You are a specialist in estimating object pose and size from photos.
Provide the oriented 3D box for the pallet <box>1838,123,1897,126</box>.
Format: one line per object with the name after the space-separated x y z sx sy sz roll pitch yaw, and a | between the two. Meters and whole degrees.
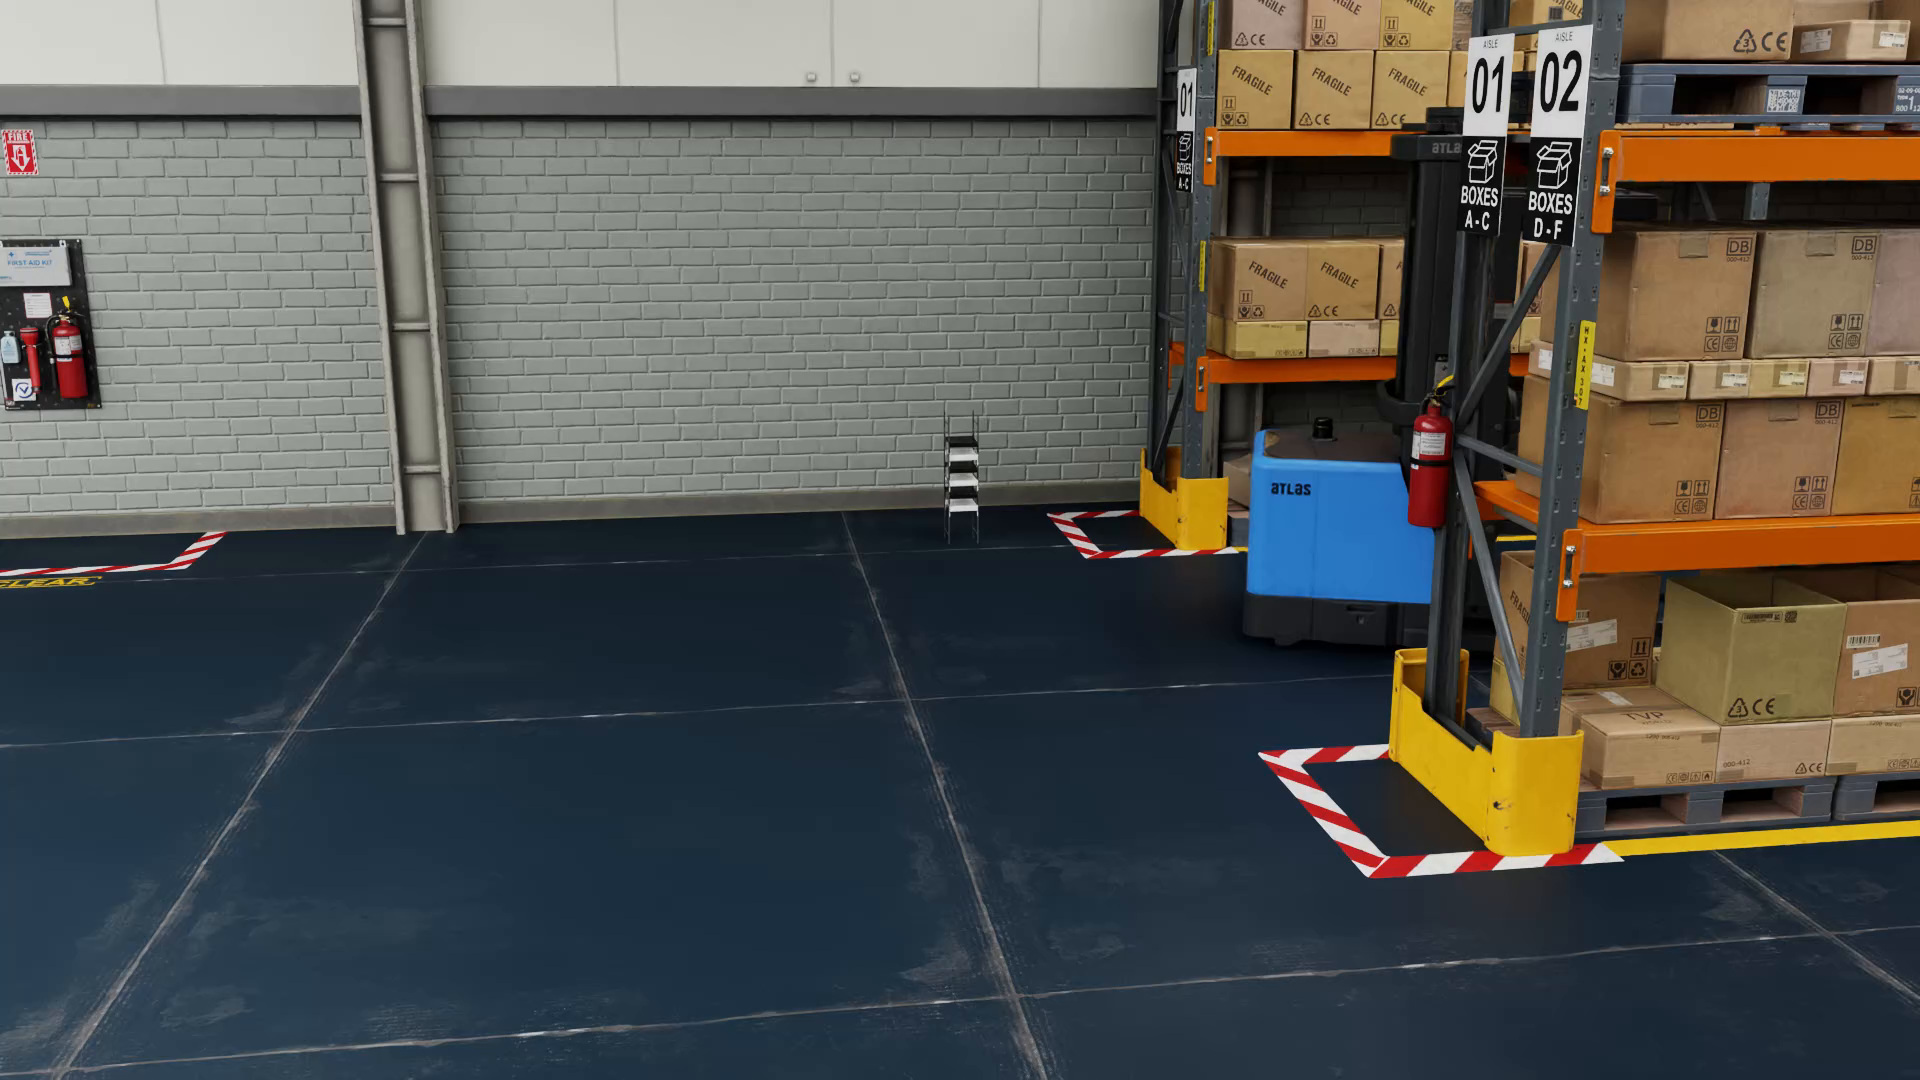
7.127 -3.066 12.002 1.003 0.211 1.213 -2 14 -8 | pallet

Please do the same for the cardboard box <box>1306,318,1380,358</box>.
2.561 -1.423 11.497 0.500 0.250 0.500 -3 14 -10 | cardboard box

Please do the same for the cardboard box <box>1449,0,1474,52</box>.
3.435 -3.650 11.643 0.500 0.500 0.500 -2 14 -8 | cardboard box

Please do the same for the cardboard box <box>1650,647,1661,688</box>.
3.241 0.687 7.603 0.500 0.250 0.500 -2 14 -8 | cardboard box

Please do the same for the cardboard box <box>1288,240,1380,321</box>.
2.527 -1.784 11.393 0.500 0.500 0.500 -2 14 -8 | cardboard box

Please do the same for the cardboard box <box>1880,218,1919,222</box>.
4.291 -1.082 6.996 0.500 0.500 0.700 -2 14 -8 | cardboard box

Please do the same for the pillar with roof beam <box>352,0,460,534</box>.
-3.208 -3.413 6.831 0.400 9.000 9.100 -2 14 -8 | pillar with roof beam

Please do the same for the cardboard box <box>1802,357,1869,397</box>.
3.439 -0.684 6.744 0.250 0.149 0.380 -2 14 -9 | cardboard box

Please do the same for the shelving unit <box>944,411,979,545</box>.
0.008 -0.437 11.614 0.210 0.900 0.258 -2 14 -8 | shelving unit

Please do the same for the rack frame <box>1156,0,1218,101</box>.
1.520 -4.432 10.896 0.127 3.000 1.000 -2 14 -8 | rack frame

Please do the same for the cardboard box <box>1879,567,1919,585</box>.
4.309 0.416 7.146 0.500 0.500 0.500 -2 14 -8 | cardboard box

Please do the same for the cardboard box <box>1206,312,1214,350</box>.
1.953 -1.523 11.895 0.500 0.250 0.500 -2 14 -7 | cardboard box

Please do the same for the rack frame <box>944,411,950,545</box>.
-0.093 -0.433 11.599 0.006 0.900 0.240 -2 14 -8 | rack frame

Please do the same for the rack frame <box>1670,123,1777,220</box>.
5.476 -1.667 12.204 0.127 3.000 1.000 -2 14 -8 | rack frame

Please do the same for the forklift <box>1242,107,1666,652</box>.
3.157 -0.870 9.166 3.031 2.935 1.130 3 14 10 | forklift

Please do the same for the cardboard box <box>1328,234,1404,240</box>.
2.964 -1.927 11.965 0.500 0.500 0.500 -2 14 -10 | cardboard box

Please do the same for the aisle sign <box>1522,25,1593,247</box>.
2.242 -1.516 6.256 0.004 0.787 0.394 -2 14 -8 | aisle sign

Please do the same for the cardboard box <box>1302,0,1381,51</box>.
2.441 -3.482 10.972 0.500 0.500 0.500 -2 14 -9 | cardboard box

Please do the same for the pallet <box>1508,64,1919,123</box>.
2.965 -1.762 6.599 1.213 0.211 1.003 -2 14 -8 | pallet

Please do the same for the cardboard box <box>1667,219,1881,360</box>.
3.297 -1.045 6.849 0.500 0.500 0.700 -2 14 -10 | cardboard box

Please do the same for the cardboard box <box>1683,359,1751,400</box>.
2.943 -0.667 6.675 0.250 0.149 0.380 -2 14 -10 | cardboard box

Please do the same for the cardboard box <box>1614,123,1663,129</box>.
4.511 -3.088 11.454 0.500 0.500 0.500 -3 14 -13 | cardboard box

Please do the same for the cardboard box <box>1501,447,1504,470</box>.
3.514 -0.562 12.031 0.500 0.500 0.700 -3 14 -12 | cardboard box

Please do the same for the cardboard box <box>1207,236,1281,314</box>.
1.955 -1.891 11.823 0.500 0.500 0.500 -2 14 -9 | cardboard box

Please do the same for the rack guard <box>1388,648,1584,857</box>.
2.238 0.882 7.176 0.348 0.500 1.175 -2 14 -8 | rack guard

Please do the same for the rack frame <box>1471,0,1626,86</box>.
2.262 -3.241 6.146 0.127 3.000 1.000 -2 14 -8 | rack frame

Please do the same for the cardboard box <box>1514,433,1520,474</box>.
4.455 -0.621 12.266 0.500 0.500 0.500 -3 14 -13 | cardboard box

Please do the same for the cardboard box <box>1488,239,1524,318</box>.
3.548 -1.822 11.548 0.500 0.500 0.500 -2 14 -7 | cardboard box

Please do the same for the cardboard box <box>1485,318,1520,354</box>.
3.566 -1.458 11.635 0.500 0.250 0.500 -2 14 -8 | cardboard box

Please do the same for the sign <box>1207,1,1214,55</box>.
1.601 -3.271 10.634 0.005 0.325 0.100 -2 14 -8 | sign

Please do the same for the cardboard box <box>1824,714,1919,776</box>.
3.814 0.796 7.170 0.500 0.250 0.500 -2 14 -8 | cardboard box

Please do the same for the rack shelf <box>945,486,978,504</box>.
0.008 -0.317 11.644 0.200 0.077 0.258 -2 14 -8 | rack shelf

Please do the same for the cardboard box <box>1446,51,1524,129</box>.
3.464 -3.043 11.275 0.500 0.500 0.500 -1 14 -5 | cardboard box

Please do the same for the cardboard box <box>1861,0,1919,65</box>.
3.911 -2.140 6.953 0.500 0.311 0.500 0 14 -2 | cardboard box

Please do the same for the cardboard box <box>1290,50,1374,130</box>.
2.424 -2.998 11.098 0.500 0.500 0.500 -1 14 -5 | cardboard box

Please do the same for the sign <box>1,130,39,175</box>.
-6.322 -2.606 11.182 0.199 0.298 0.001 -2 14 -8 | sign

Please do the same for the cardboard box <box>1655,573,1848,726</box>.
3.319 0.451 7.006 0.500 0.500 0.500 -2 14 -8 | cardboard box

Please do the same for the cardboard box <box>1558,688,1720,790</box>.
2.825 0.833 7.023 0.500 0.250 0.500 -2 14 -8 | cardboard box

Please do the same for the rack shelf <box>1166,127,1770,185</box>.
3.498 -2.701 11.638 4.000 0.370 1.077 -2 14 -8 | rack shelf

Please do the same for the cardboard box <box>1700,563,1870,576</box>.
3.734 0.304 7.589 0.500 0.500 0.500 -2 14 -8 | cardboard box

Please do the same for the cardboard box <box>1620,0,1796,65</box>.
2.831 -2.127 6.509 0.637 0.503 0.797 -1 14 -4 | cardboard box

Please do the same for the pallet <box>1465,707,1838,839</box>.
3.012 0.984 7.365 1.213 0.211 1.003 -2 14 -8 | pallet

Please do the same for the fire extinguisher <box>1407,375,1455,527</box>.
2.076 -0.401 7.313 0.183 0.674 0.296 -2 14 -8 | fire extinguisher

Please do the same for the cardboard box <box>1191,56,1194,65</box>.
1.895 -3.112 11.550 0.500 0.500 0.500 -1 14 -4 | cardboard box

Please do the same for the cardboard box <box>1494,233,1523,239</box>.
3.974 -1.967 12.123 0.500 0.500 0.500 -2 14 -7 | cardboard box

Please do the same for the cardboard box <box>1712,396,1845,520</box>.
3.244 -0.414 6.999 0.500 0.500 0.700 -2 14 -7 | cardboard box

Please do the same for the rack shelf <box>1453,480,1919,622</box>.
4.239 -0.055 7.252 4.000 0.370 1.077 -2 14 -8 | rack shelf

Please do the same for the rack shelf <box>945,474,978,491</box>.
0.008 -0.404 11.622 0.200 0.077 0.258 -2 14 -8 | rack shelf

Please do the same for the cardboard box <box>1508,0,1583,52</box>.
3.965 -3.538 11.196 0.500 0.500 0.500 -3 14 -10 | cardboard box

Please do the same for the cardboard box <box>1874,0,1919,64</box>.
3.945 -2.100 6.408 0.500 0.500 0.500 -2 14 -8 | cardboard box

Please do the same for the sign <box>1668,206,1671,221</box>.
5.389 -2.362 12.595 0.005 0.325 0.100 -2 14 -8 | sign

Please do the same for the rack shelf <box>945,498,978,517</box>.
0.008 -0.230 11.665 0.200 0.077 0.258 -2 14 -8 | rack shelf

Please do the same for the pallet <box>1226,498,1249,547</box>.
2.404 -0.194 12.060 1.213 0.211 1.003 -2 14 -8 | pallet

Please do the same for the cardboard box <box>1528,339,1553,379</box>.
2.611 -0.754 7.022 0.250 0.149 0.380 -2 14 -9 | cardboard box

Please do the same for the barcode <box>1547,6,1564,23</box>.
2.488 -2.194 6.946 0.075 0.075 0.001 -2 14 -8 | barcode
